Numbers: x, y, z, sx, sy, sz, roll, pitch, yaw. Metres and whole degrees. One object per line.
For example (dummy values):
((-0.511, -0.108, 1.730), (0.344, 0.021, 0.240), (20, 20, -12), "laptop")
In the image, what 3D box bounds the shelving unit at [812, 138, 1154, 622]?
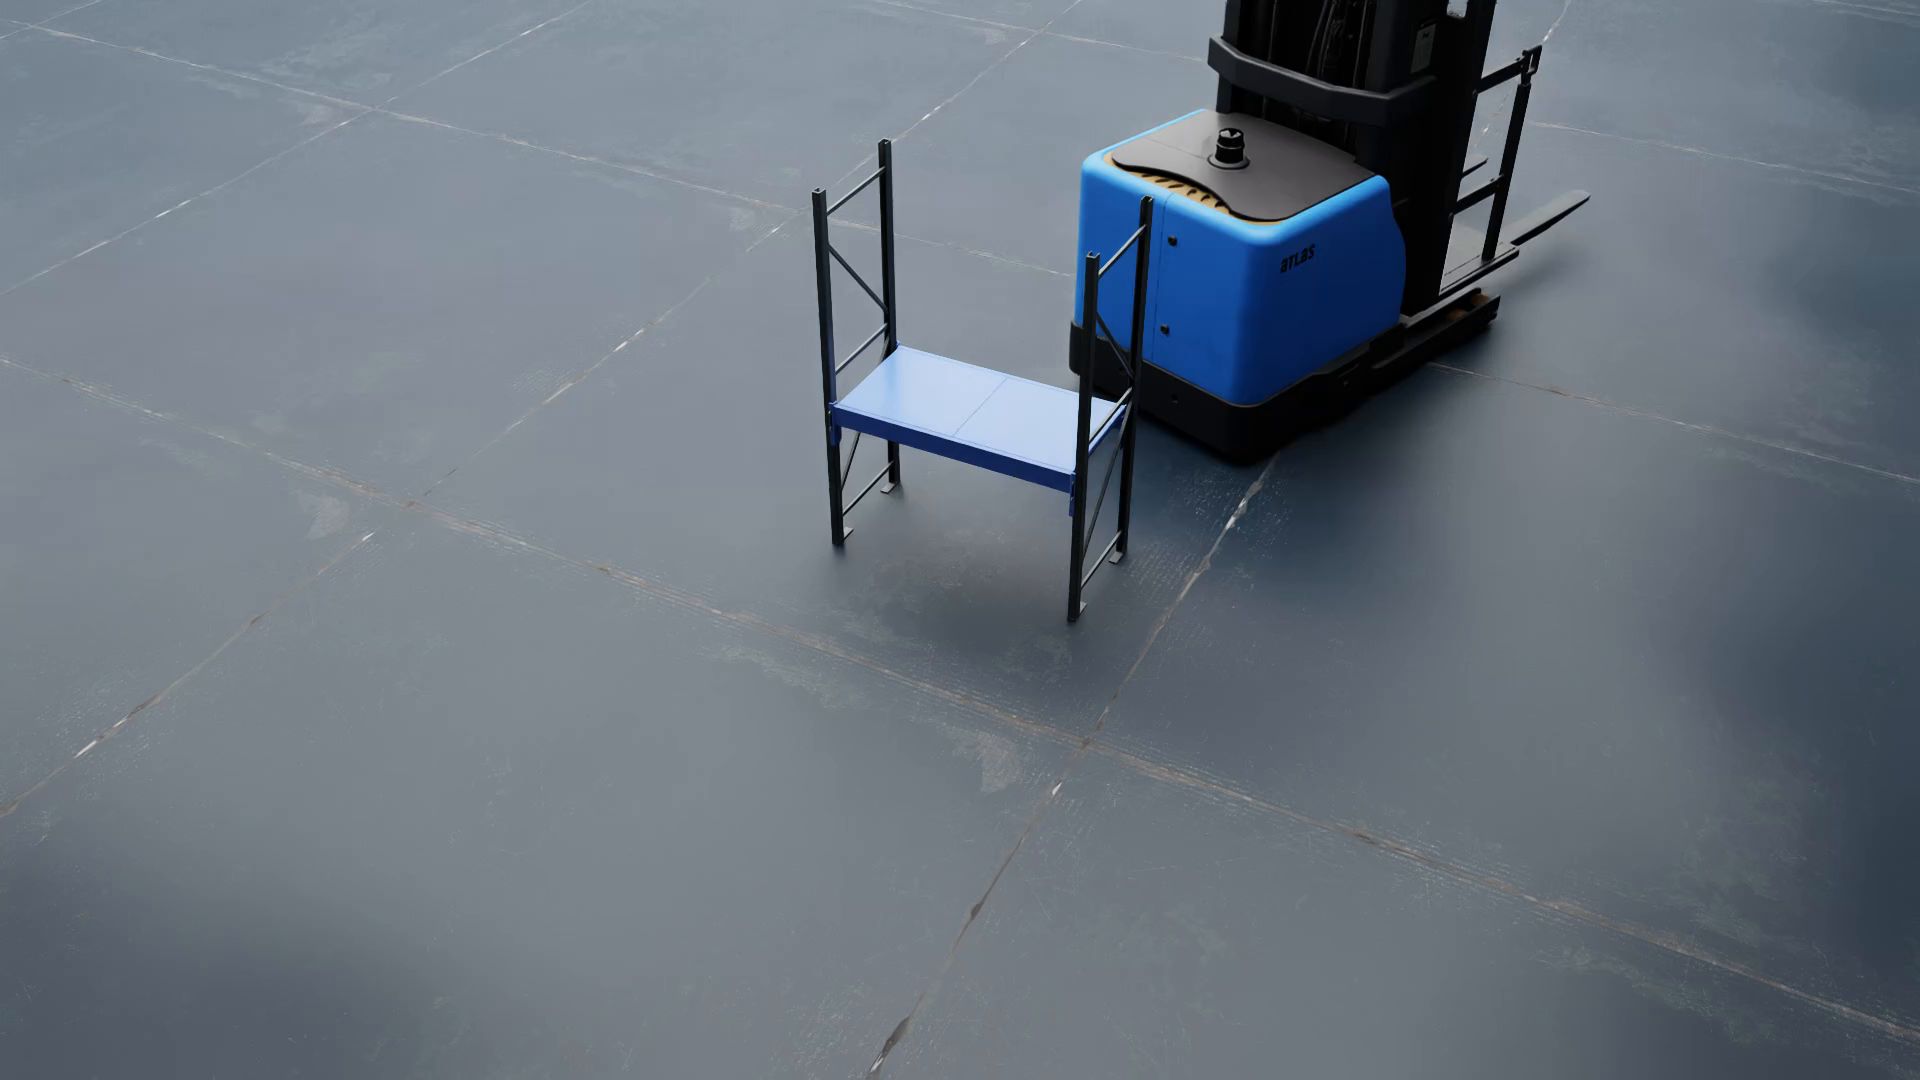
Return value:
((0.076, -0.574, 6.082), (1.048, 1.500, 0.538), (17, 41, 21), "shelving unit")

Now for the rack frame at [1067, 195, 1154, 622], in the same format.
((0.527, -0.432, 5.896), (0.032, 1.500, 0.500), (17, 41, 21), "rack frame")

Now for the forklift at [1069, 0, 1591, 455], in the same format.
((1.909, -2.291, 7.161), (3.031, 2.935, 1.130), (-29, 46, -33), "forklift")

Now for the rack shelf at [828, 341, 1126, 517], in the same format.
((0.076, -0.430, 6.191), (1.000, 0.185, 0.538), (17, 41, 21), "rack shelf")

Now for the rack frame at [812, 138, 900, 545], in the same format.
((-0.376, -0.715, 6.269), (0.032, 1.500, 0.500), (17, 41, 21), "rack frame")
